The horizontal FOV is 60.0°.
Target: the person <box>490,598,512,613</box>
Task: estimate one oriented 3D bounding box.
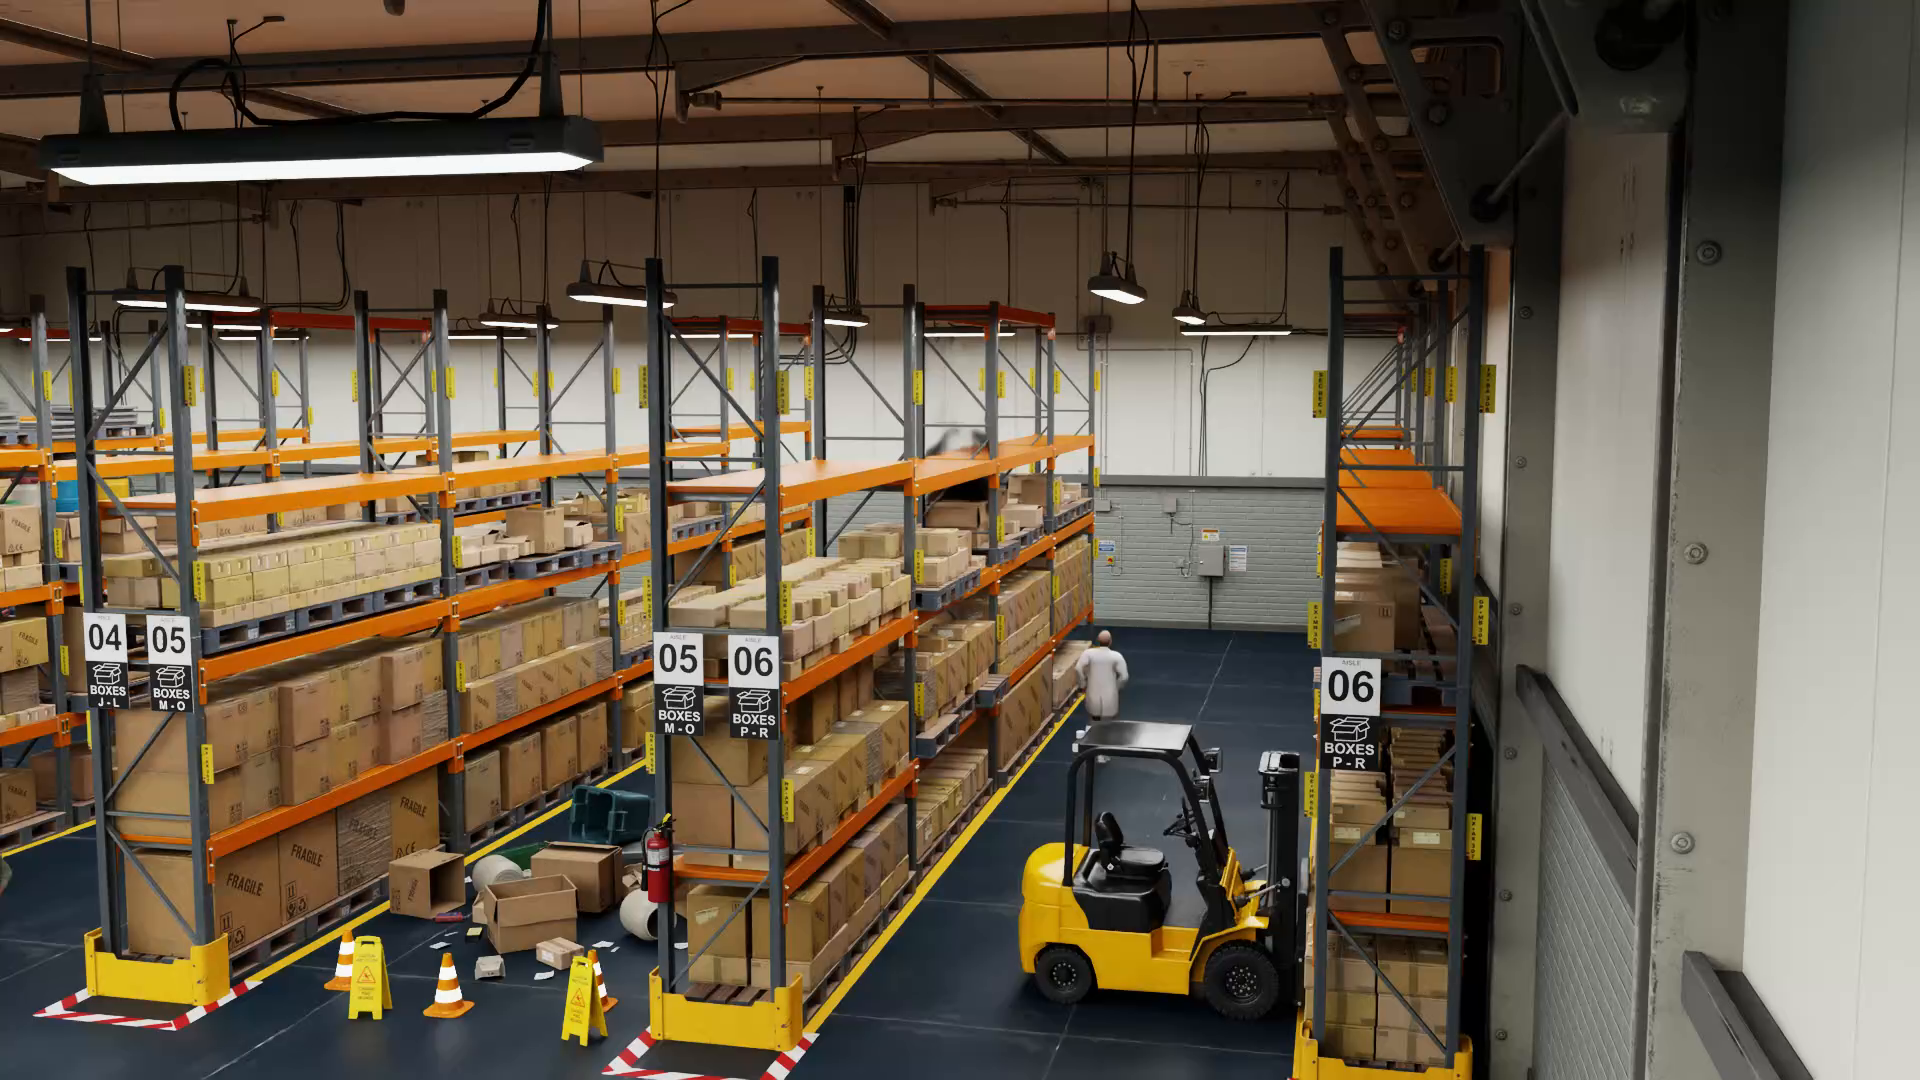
[{"bbox_3d":[-7.119,1.655,26.031,0.686,1.764,0.867,1,6,9],"label":"person"}]

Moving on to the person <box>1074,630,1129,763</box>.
[{"bbox_3d":[1.880,2.046,21.892,0.700,1.739,0.566,1,6,13],"label":"person"}]

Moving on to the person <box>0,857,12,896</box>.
[{"bbox_3d":[-7.818,3.046,13.182,0.538,1.639,0.706,-3,6,-24],"label":"person"}]
